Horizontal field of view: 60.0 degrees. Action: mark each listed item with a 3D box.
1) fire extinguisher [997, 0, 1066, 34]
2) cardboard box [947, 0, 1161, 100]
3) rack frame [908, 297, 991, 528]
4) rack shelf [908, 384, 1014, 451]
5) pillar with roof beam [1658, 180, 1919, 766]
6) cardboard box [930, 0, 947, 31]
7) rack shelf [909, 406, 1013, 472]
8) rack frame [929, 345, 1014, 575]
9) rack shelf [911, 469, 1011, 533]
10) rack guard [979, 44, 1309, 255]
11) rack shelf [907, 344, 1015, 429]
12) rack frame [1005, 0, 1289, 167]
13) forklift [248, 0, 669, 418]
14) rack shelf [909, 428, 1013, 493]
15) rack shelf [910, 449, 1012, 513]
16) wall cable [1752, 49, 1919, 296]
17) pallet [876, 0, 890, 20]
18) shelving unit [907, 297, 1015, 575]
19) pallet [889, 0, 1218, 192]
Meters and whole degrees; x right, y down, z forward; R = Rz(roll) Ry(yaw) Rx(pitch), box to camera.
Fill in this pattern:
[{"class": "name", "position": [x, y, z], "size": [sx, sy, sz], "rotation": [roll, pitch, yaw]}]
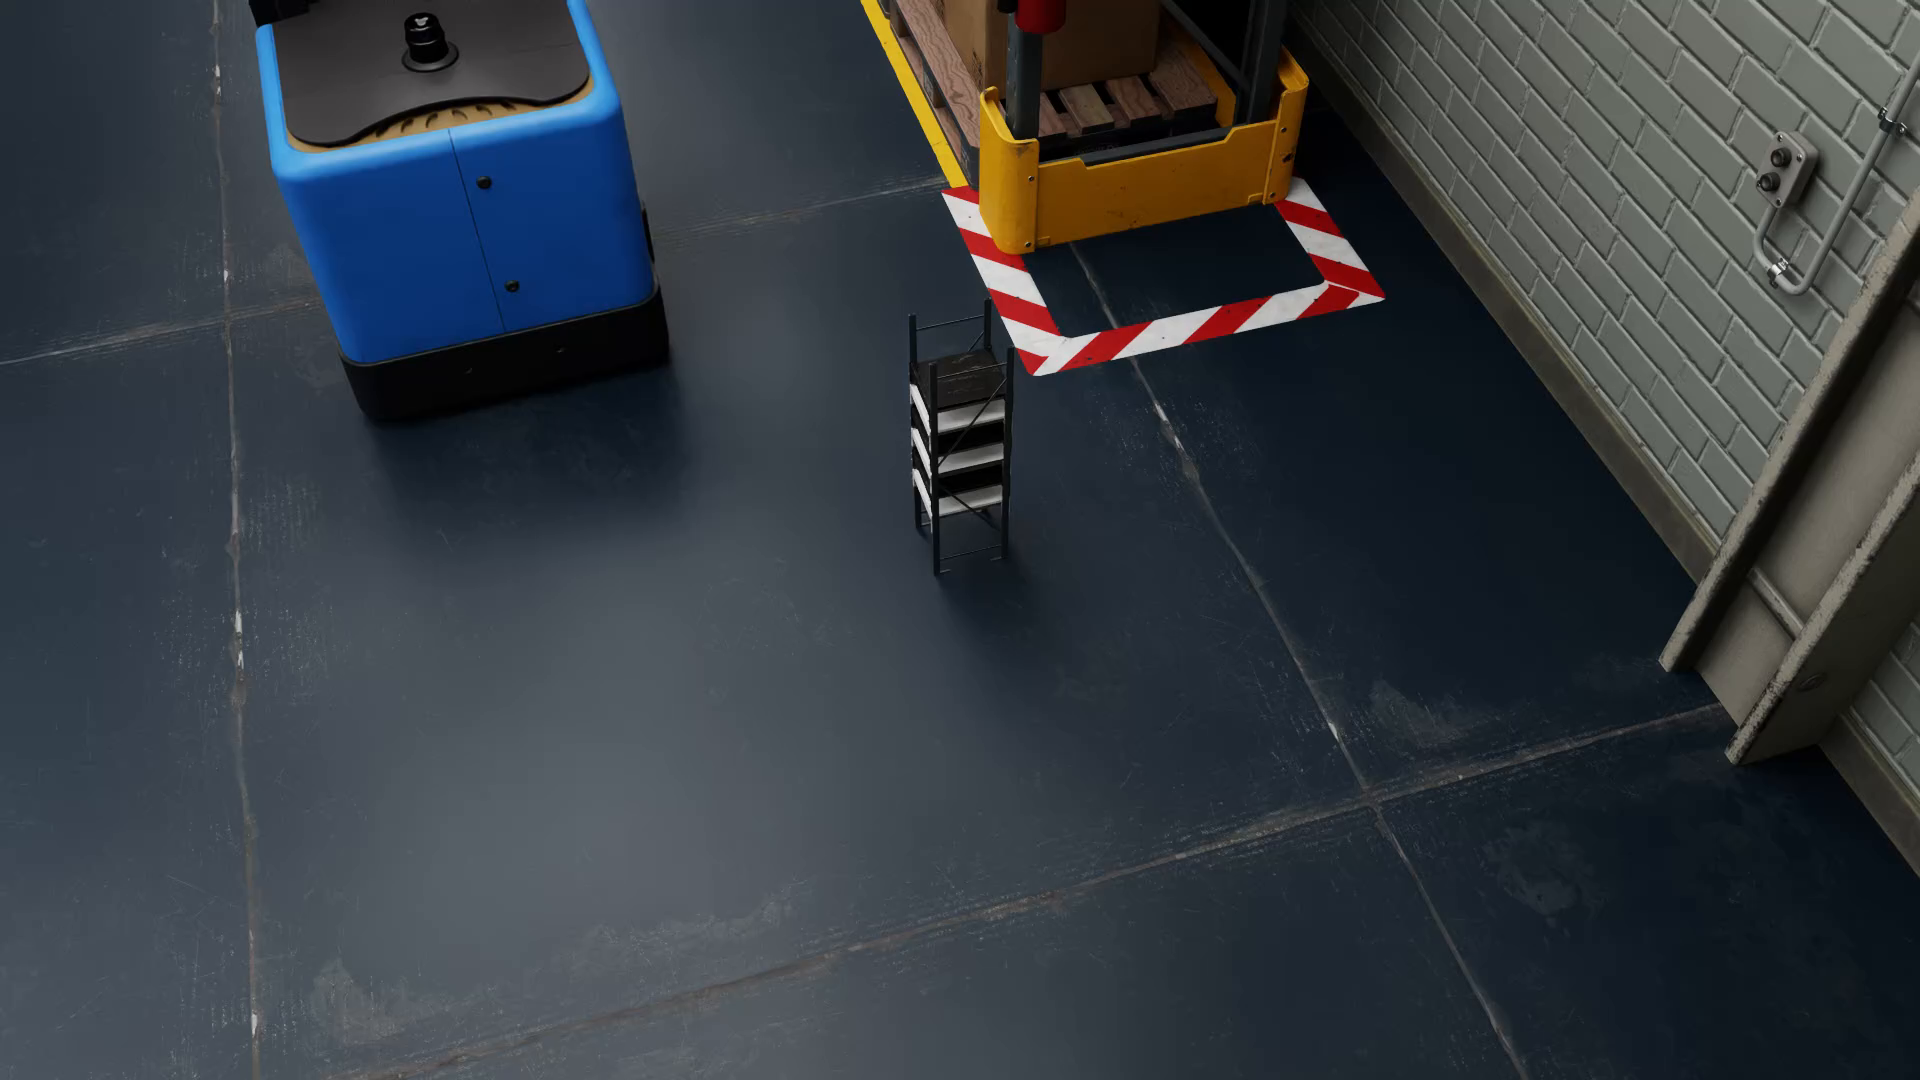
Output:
[{"class": "fire extinguisher", "position": [0.261, -1.921, 5.202], "size": [0.296, 0.674, 0.183], "rotation": [-13, 51, -11]}, {"class": "cardboard box", "position": [0.355, -2.099, 6.418], "size": [0.700, 0.500, 0.500], "rotation": [-13, 51, -11]}, {"class": "rack frame", "position": [-0.028, -0.358, 4.964], "size": [0.240, 0.900, 0.006], "rotation": [-13, 51, -11]}, {"class": "rack shelf", "position": [0.002, -0.379, 4.789], "size": [0.258, 0.077, 0.200], "rotation": [-13, 51, -11]}, {"class": "pillar with roof beam", "position": [-1.830, -1.465, 0.599], "size": [9.100, 9.000, 0.400], "rotation": [-13, 51, -11]}, {"class": "cardboard box", "position": [0.207, -2.464, 6.726], "size": [0.700, 0.500, 0.500], "rotation": [-13, 51, -11]}, {"class": "rack shelf", "position": [0.002, -0.321, 4.858], "size": [0.258, 0.077, 0.200], "rotation": [-13, 51, -11]}, {"class": "rack frame", "position": [0.032, -0.210, 4.838], "size": [0.240, 0.900, 0.006], "rotation": [-13, 51, -11]}, {"class": "rack shelf", "position": [0.002, -0.147, 5.064], "size": [0.258, 0.077, 0.200], "rotation": [-13, 51, -11]}, {"class": "rack guard", "position": [0.665, -1.457, 6.152], "size": [1.175, 0.500, 0.348], "rotation": [-13, 51, -11]}, {"class": "rack shelf", "position": [0.002, -0.437, 4.720], "size": [0.258, 0.077, 0.200], "rotation": [-13, 51, -11]}, {"class": "rack frame", "position": [0.658, -2.281, 5.211], "size": [1.000, 3.000, 0.127], "rotation": [-13, 51, -11]}, {"class": "forklift", "position": [-1.968, -2.503, 5.443], "size": [1.130, 2.935, 3.031], "rotation": [-15, 51, -12]}, {"class": "rack shelf", "position": [0.002, -0.263, 4.926], "size": [0.258, 0.077, 0.200], "rotation": [-13, 51, -11]}, {"class": "rack shelf", "position": [0.002, -0.205, 4.995], "size": [0.258, 0.077, 0.200], "rotation": [-13, 51, -11]}, {"class": "wall cable", "position": [1.940, -1.887, 4.214], "size": [0.084, 1.984, 1.851], "rotation": [-13, 51, -11]}, {"class": "pallet", "position": [-0.011, -2.838, 7.504], "size": [1.003, 0.211, 1.213], "rotation": [-13, 51, -11]}, {"class": "shelving unit", "position": [0.002, -0.284, 4.901], "size": [0.258, 0.900, 0.210], "rotation": [-13, 51, -11]}, {"class": "pallet", "position": [0.346, -1.948, 6.754], "size": [1.003, 0.211, 1.213], "rotation": [-13, 51, -11]}]
